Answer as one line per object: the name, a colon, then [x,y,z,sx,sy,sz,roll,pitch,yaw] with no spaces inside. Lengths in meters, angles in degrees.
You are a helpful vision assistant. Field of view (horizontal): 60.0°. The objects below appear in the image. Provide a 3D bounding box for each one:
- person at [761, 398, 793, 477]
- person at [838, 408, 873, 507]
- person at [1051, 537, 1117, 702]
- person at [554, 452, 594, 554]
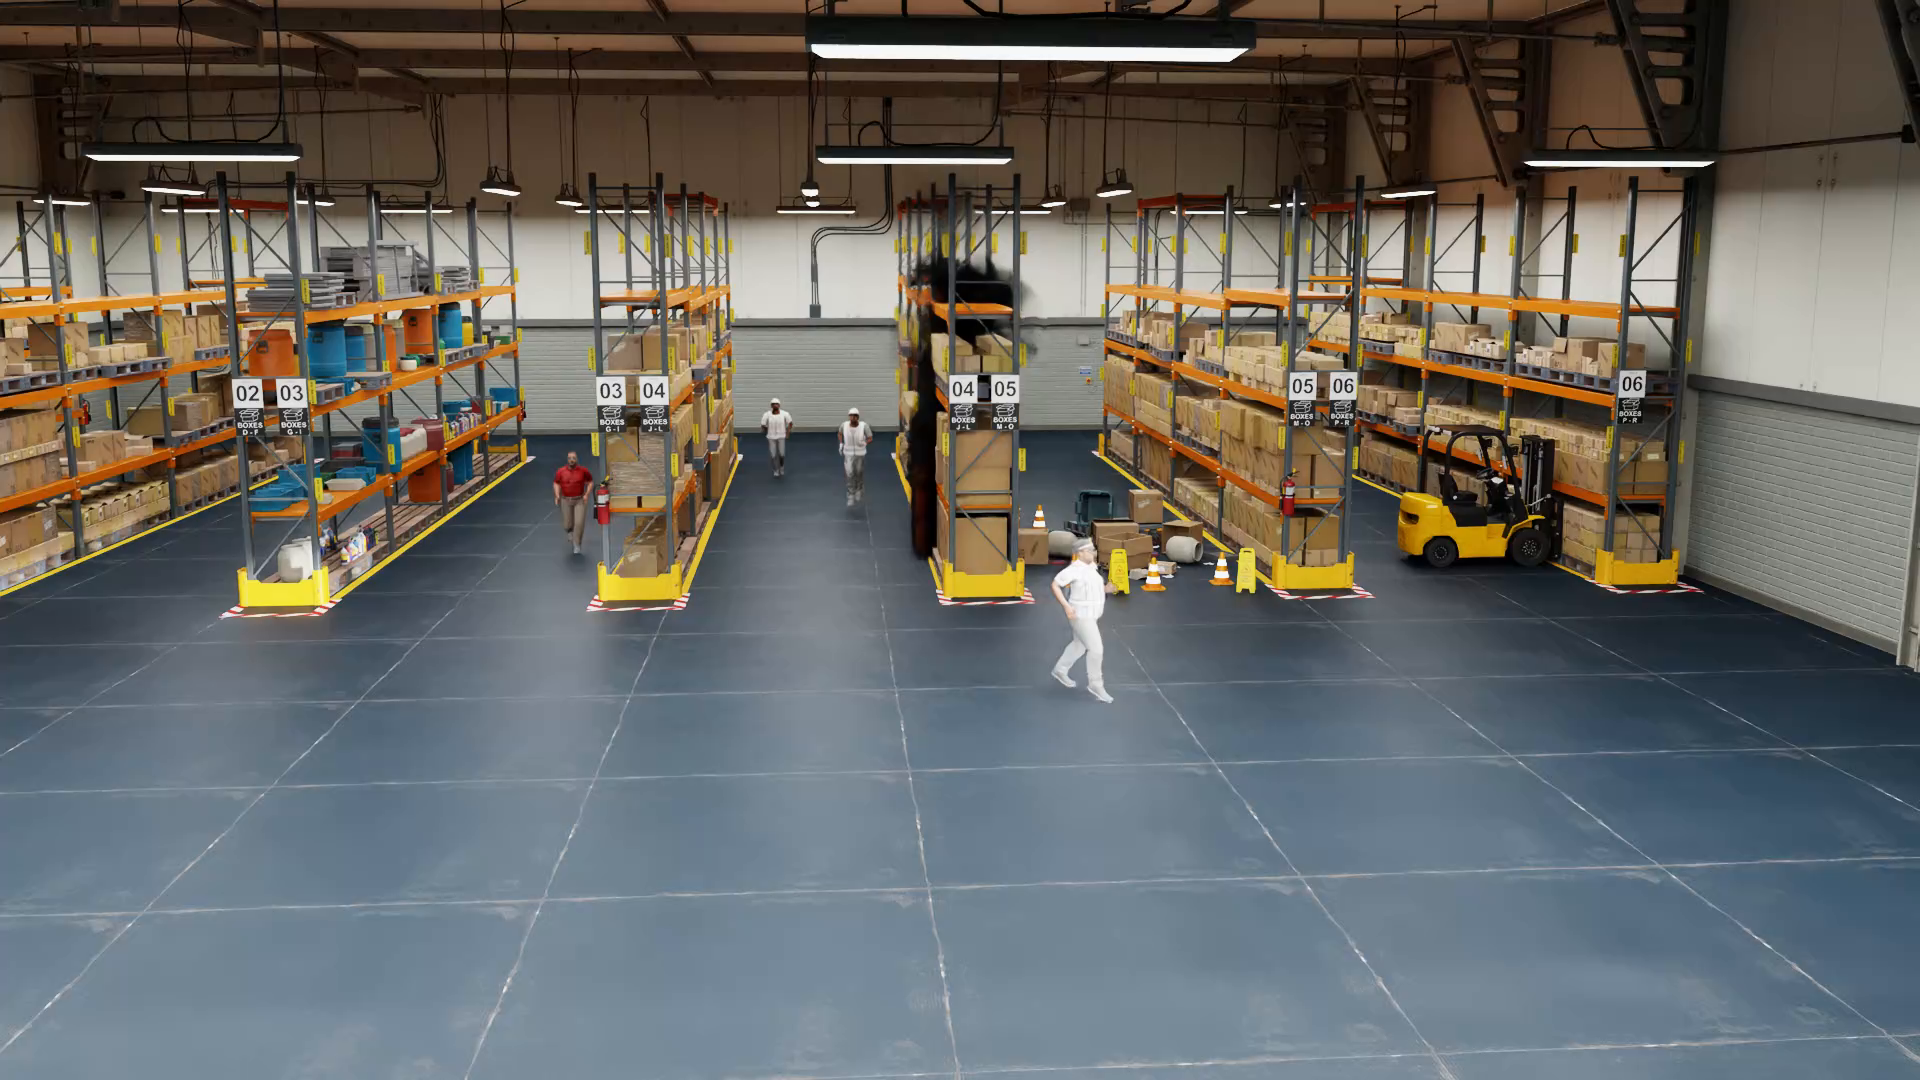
person: [-3.997,-2.225,36.251,0.686,1.721,0.597,-1,10,-3]
person: [-1.951,-1.573,31.110,0.668,1.803,0.821,-1,10,-3]
person: [1.380,0.870,18.654,0.837,1.839,0.640,5,11,26]
person: [-6.389,-0.640,27.553,0.650,1.678,0.652,-2,10,-11]
